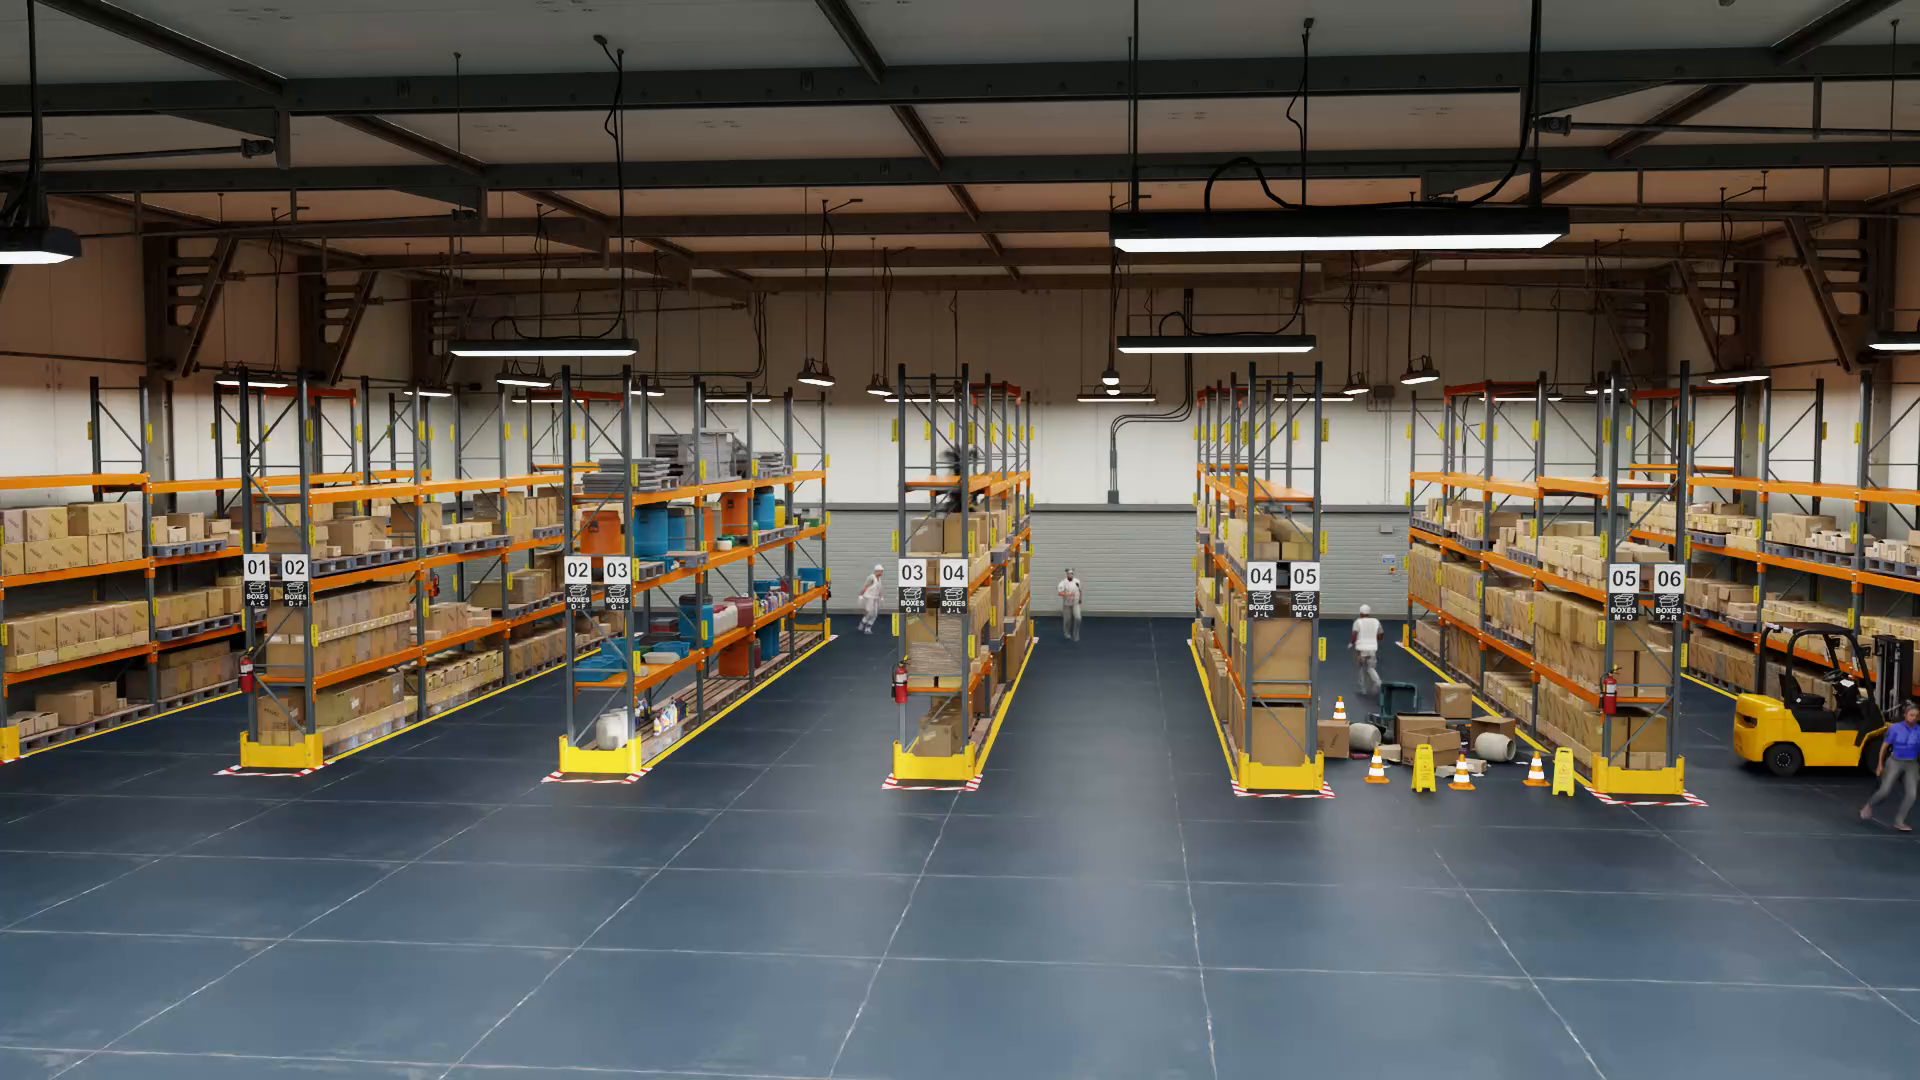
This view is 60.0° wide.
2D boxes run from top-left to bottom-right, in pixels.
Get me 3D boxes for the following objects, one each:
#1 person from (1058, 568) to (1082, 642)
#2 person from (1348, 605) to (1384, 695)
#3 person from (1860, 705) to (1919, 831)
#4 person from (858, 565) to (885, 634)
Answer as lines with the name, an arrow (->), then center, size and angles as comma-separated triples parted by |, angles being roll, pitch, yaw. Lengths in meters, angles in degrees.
person -> 2.657, 1.569, 40.061 | 0.638, 1.832, 0.813 | -1, 4, -11
person -> 7.776, 2.110, 31.629 | 0.681, 1.734, 0.819 | 0, 4, -7
person -> 11.860, 2.850, 21.067 | 0.672, 1.595, 0.613 | 1, 4, 9
person -> -2.205, 1.482, 41.324 | 0.629, 1.731, 0.732 | 2, 4, 26
